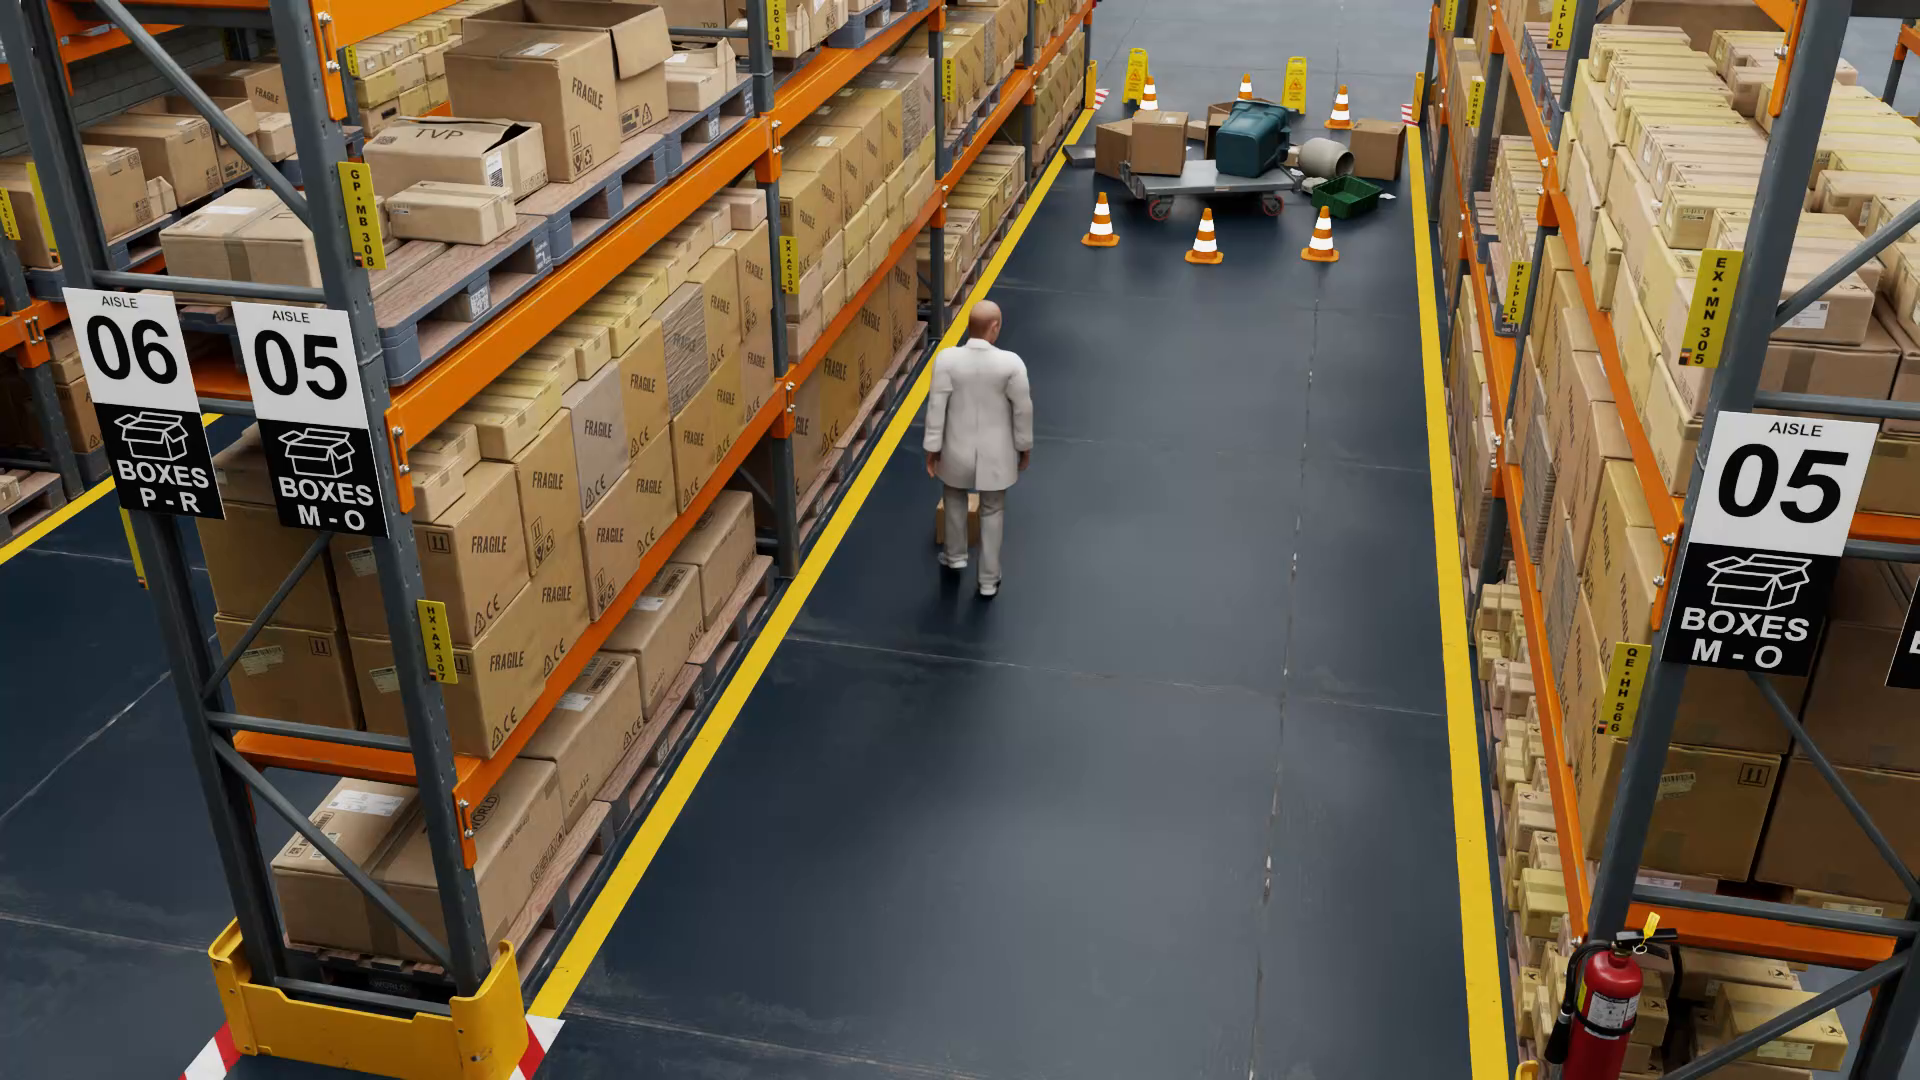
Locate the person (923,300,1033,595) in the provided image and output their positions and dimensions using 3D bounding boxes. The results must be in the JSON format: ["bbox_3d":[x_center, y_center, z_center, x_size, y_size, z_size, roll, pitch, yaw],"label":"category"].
[{"bbox_3d":[0.120,-0.551,9.662,0.617,1.816,0.606,2,28,4],"label":"person"}]
